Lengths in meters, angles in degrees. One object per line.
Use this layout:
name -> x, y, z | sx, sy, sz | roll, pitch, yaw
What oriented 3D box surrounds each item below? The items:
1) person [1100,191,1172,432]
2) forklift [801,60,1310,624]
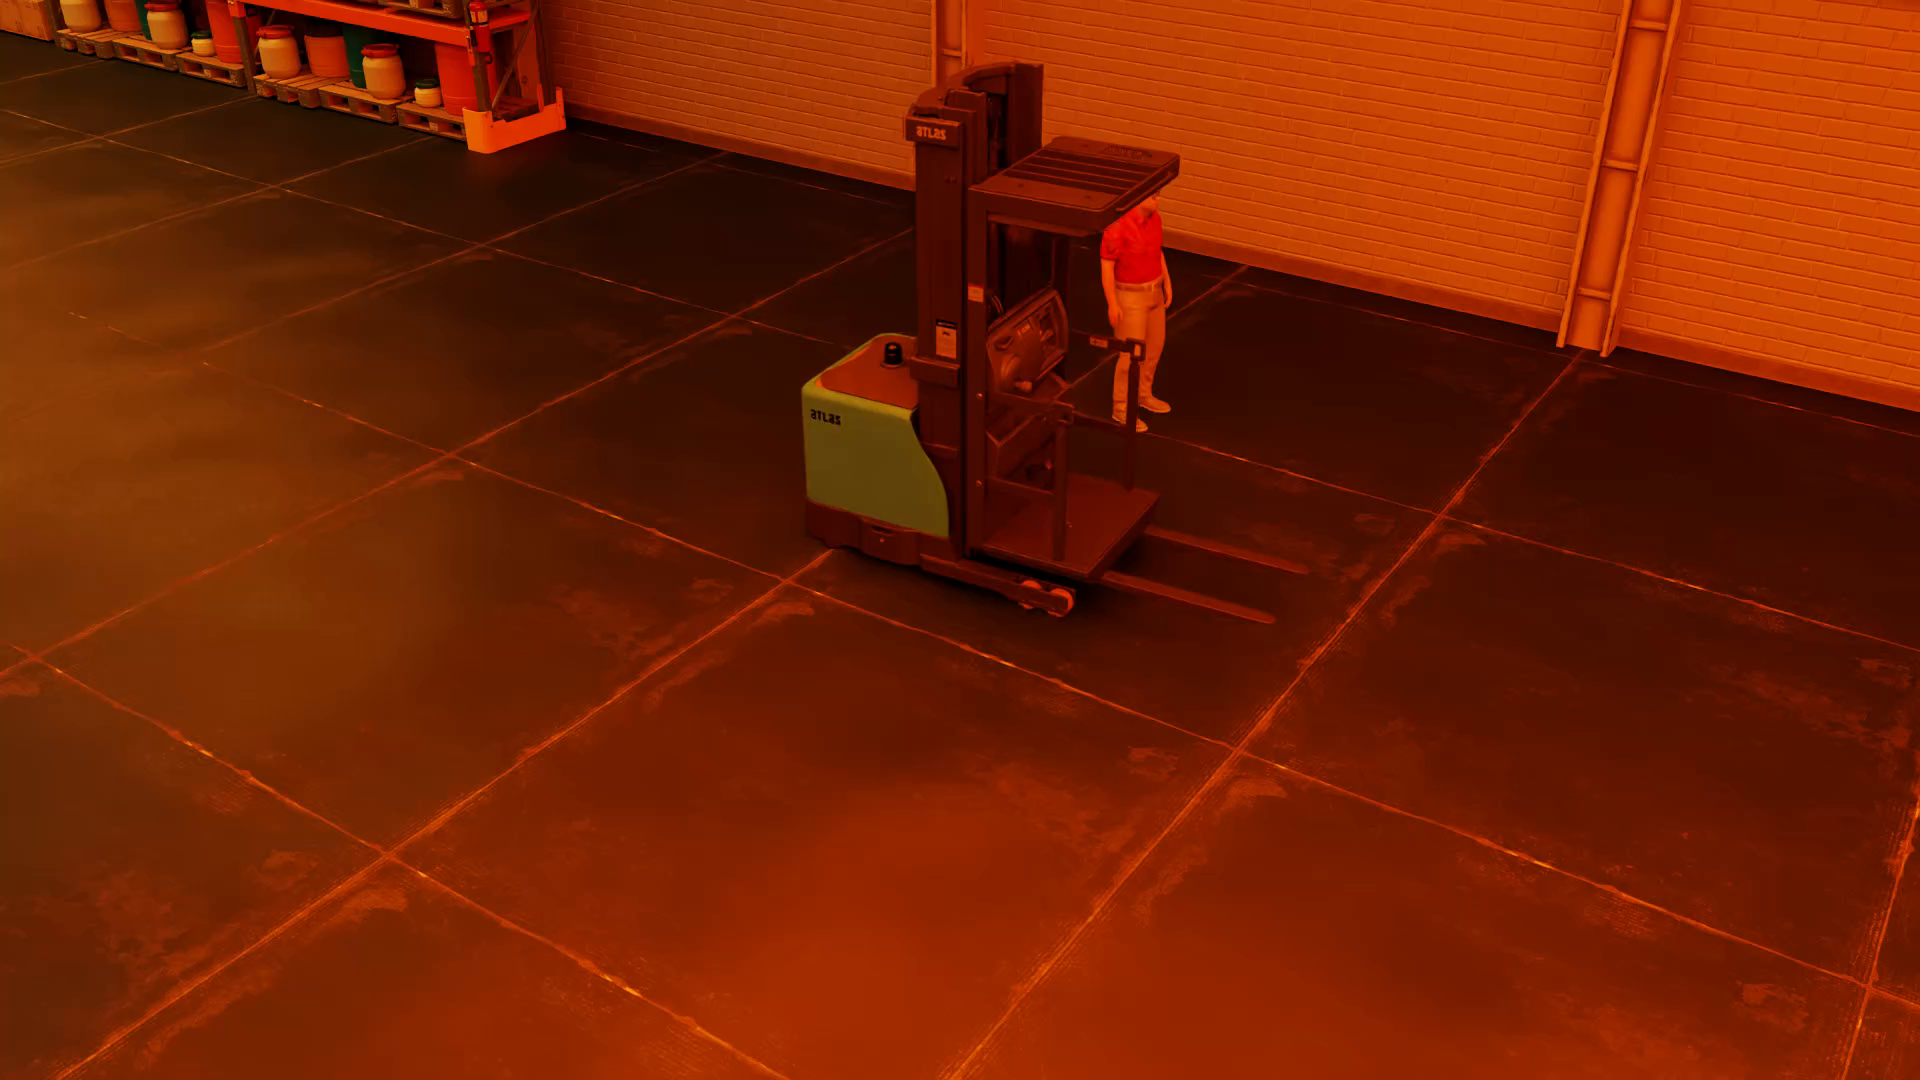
person -> 1.302, -1.679, 11.668 | 0.480, 1.730, 0.656 | 24, 38, 35
forklift -> 0.570, -1.121, 9.512 | 3.031, 2.935, 1.130 | 15, 34, 25
